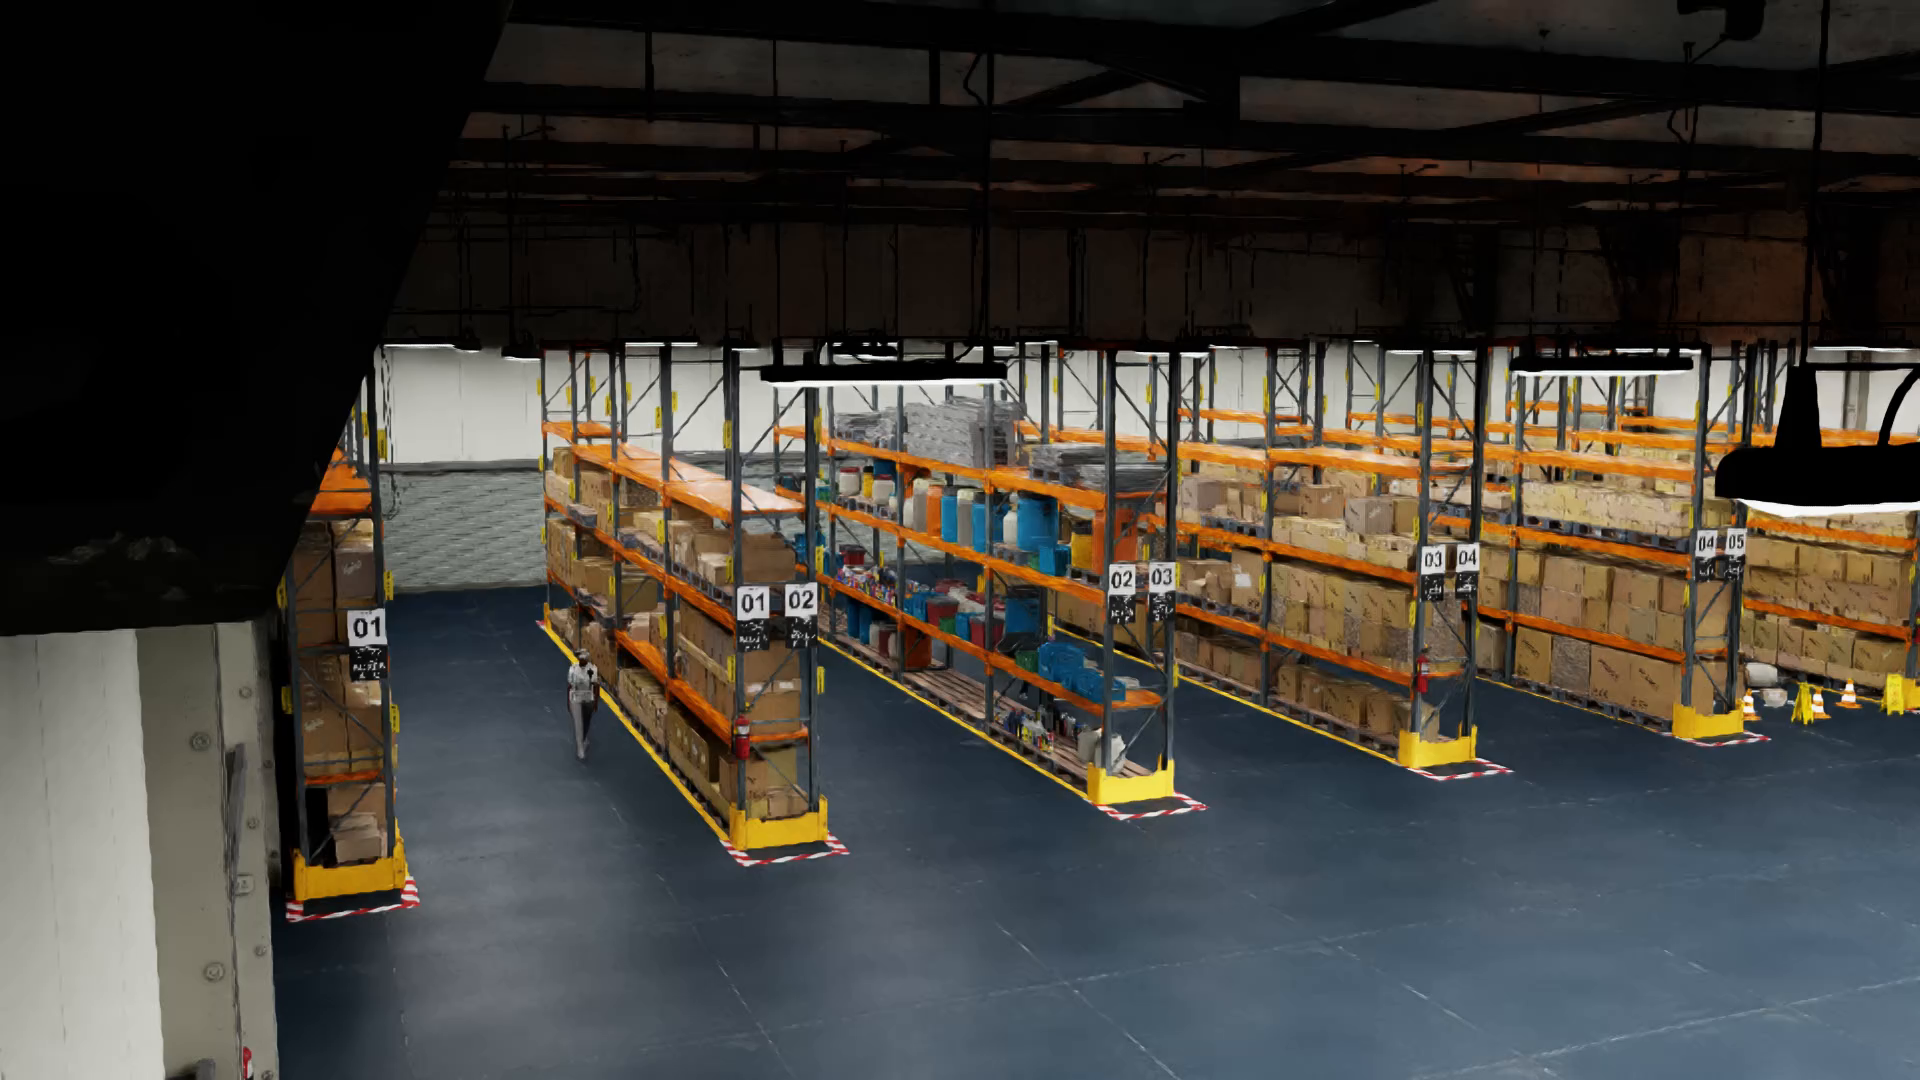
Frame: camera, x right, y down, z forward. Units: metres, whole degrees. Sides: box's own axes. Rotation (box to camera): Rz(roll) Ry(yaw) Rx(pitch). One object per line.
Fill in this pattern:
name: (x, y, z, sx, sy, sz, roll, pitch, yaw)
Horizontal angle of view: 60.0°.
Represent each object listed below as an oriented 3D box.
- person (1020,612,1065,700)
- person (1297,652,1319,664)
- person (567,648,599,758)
person: (1.383, 1.934, 27.948, 0.561, 1.525, 0.788, -6, 10, -39)
person: (6.243, 1.753, 29.629, 0.592, 1.495, 0.518, -3, 8, -24)
person: (-5.538, 2.348, 24.498, 0.445, 1.590, 1.081, -3, 8, -24)
